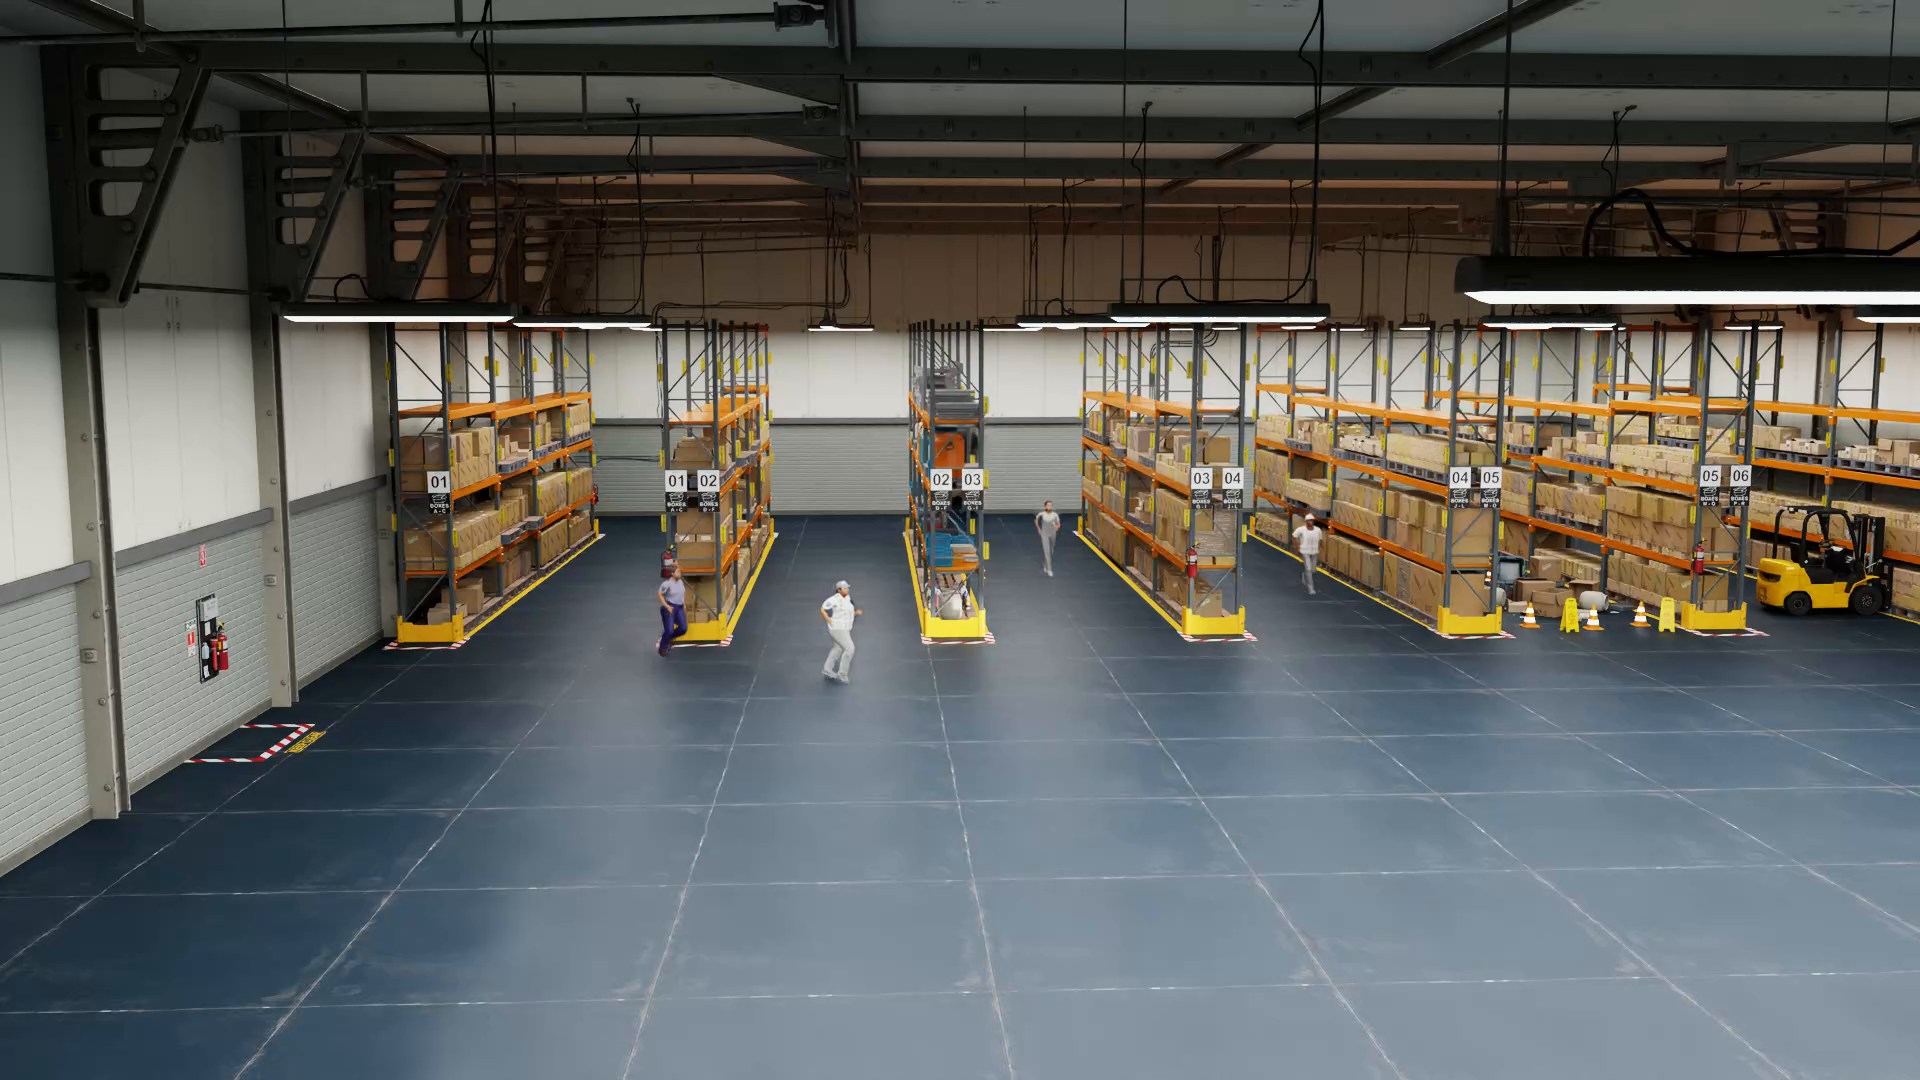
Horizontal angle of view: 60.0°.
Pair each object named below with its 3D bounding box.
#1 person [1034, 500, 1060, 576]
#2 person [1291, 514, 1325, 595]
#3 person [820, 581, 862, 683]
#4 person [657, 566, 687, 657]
[{"bbox_3d":[2.006,-0.061,37.773,0.568,1.683,0.863,-1,7,-10],"label":"person"},{"bbox_3d":[7.756,0.297,37.021,0.700,1.762,0.881,-1,7,-11],"label":"person"},{"bbox_3d":[-1.962,1.530,27.574,0.717,1.719,0.572,3,8,22],"label":"person"},{"bbox_3d":[-5.116,1.274,29.847,0.513,1.603,0.660,6,9,40],"label":"person"}]
